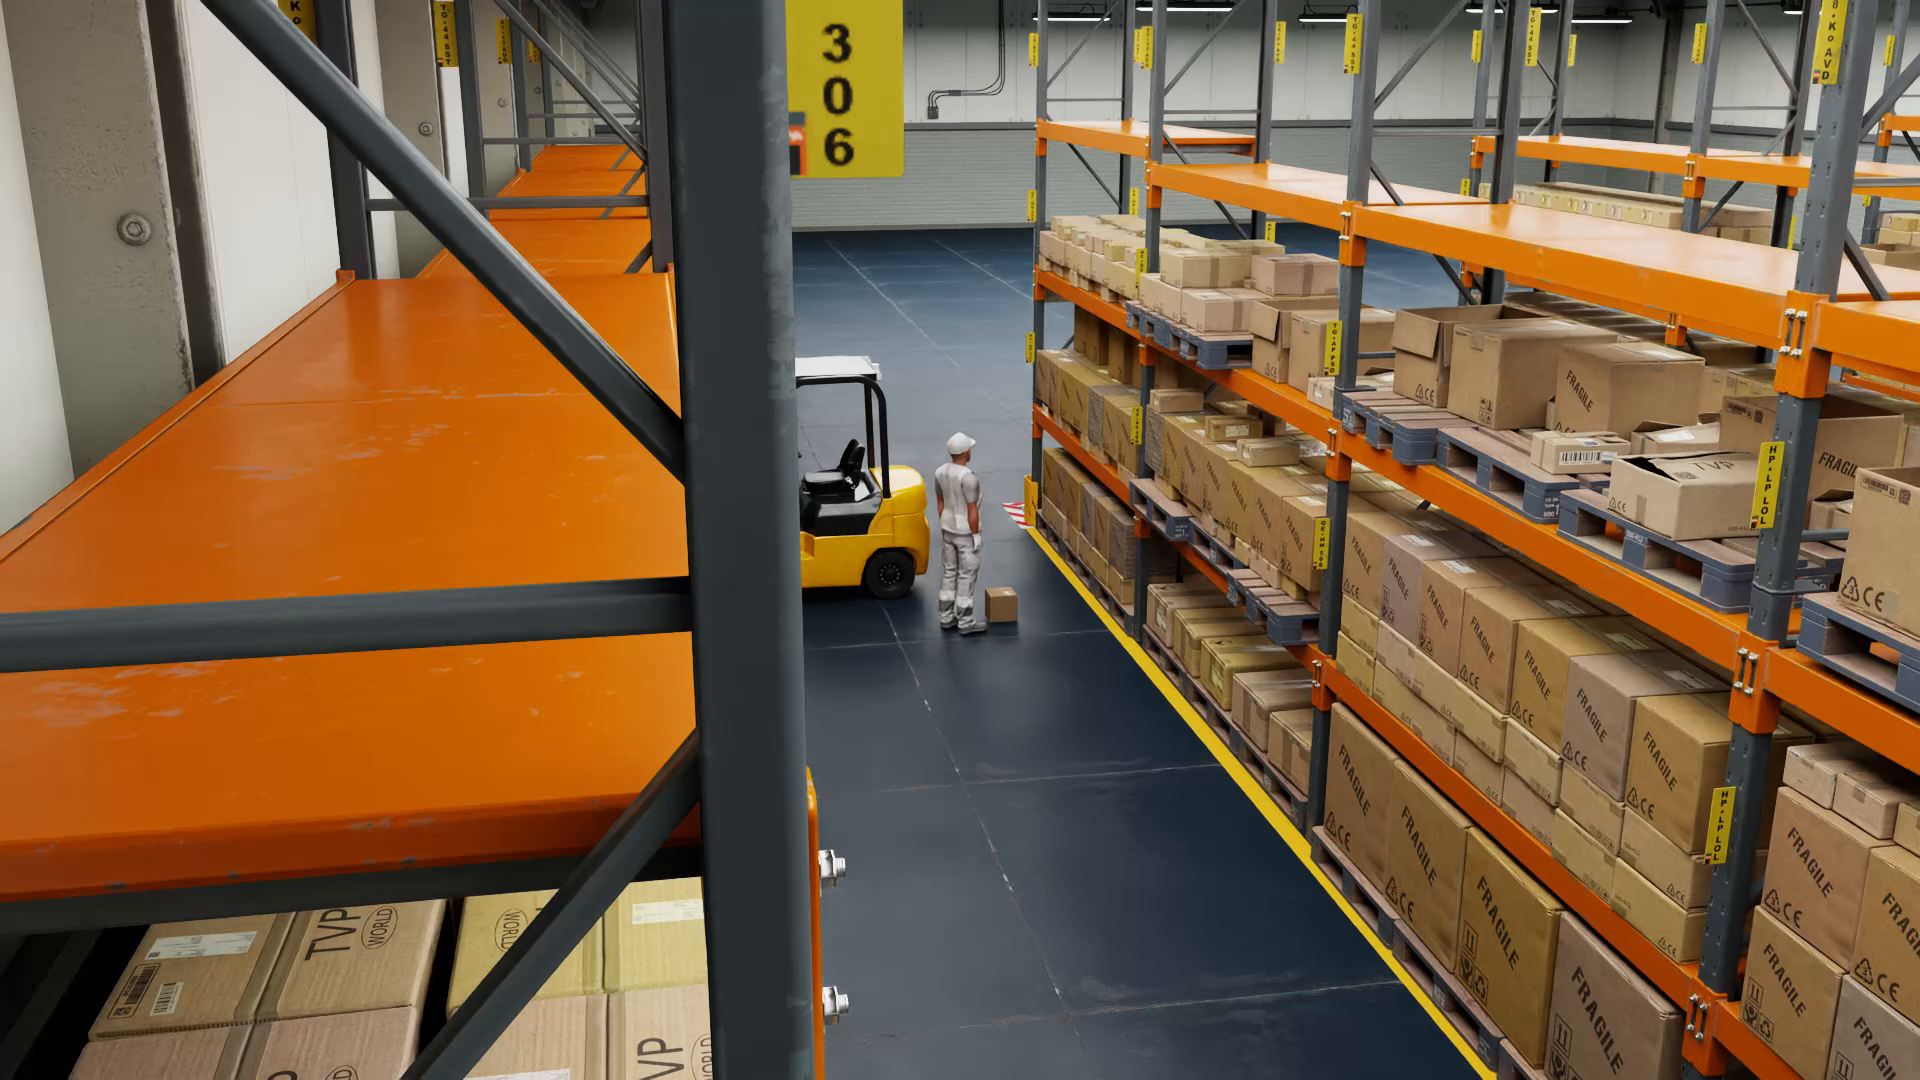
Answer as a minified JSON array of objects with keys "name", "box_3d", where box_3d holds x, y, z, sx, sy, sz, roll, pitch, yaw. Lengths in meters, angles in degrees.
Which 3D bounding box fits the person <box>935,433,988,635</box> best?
[{"name":"person","box_3d":[0.013,-0.070,14.712,0.335,1.793,0.523,-13,20,-37]}]
